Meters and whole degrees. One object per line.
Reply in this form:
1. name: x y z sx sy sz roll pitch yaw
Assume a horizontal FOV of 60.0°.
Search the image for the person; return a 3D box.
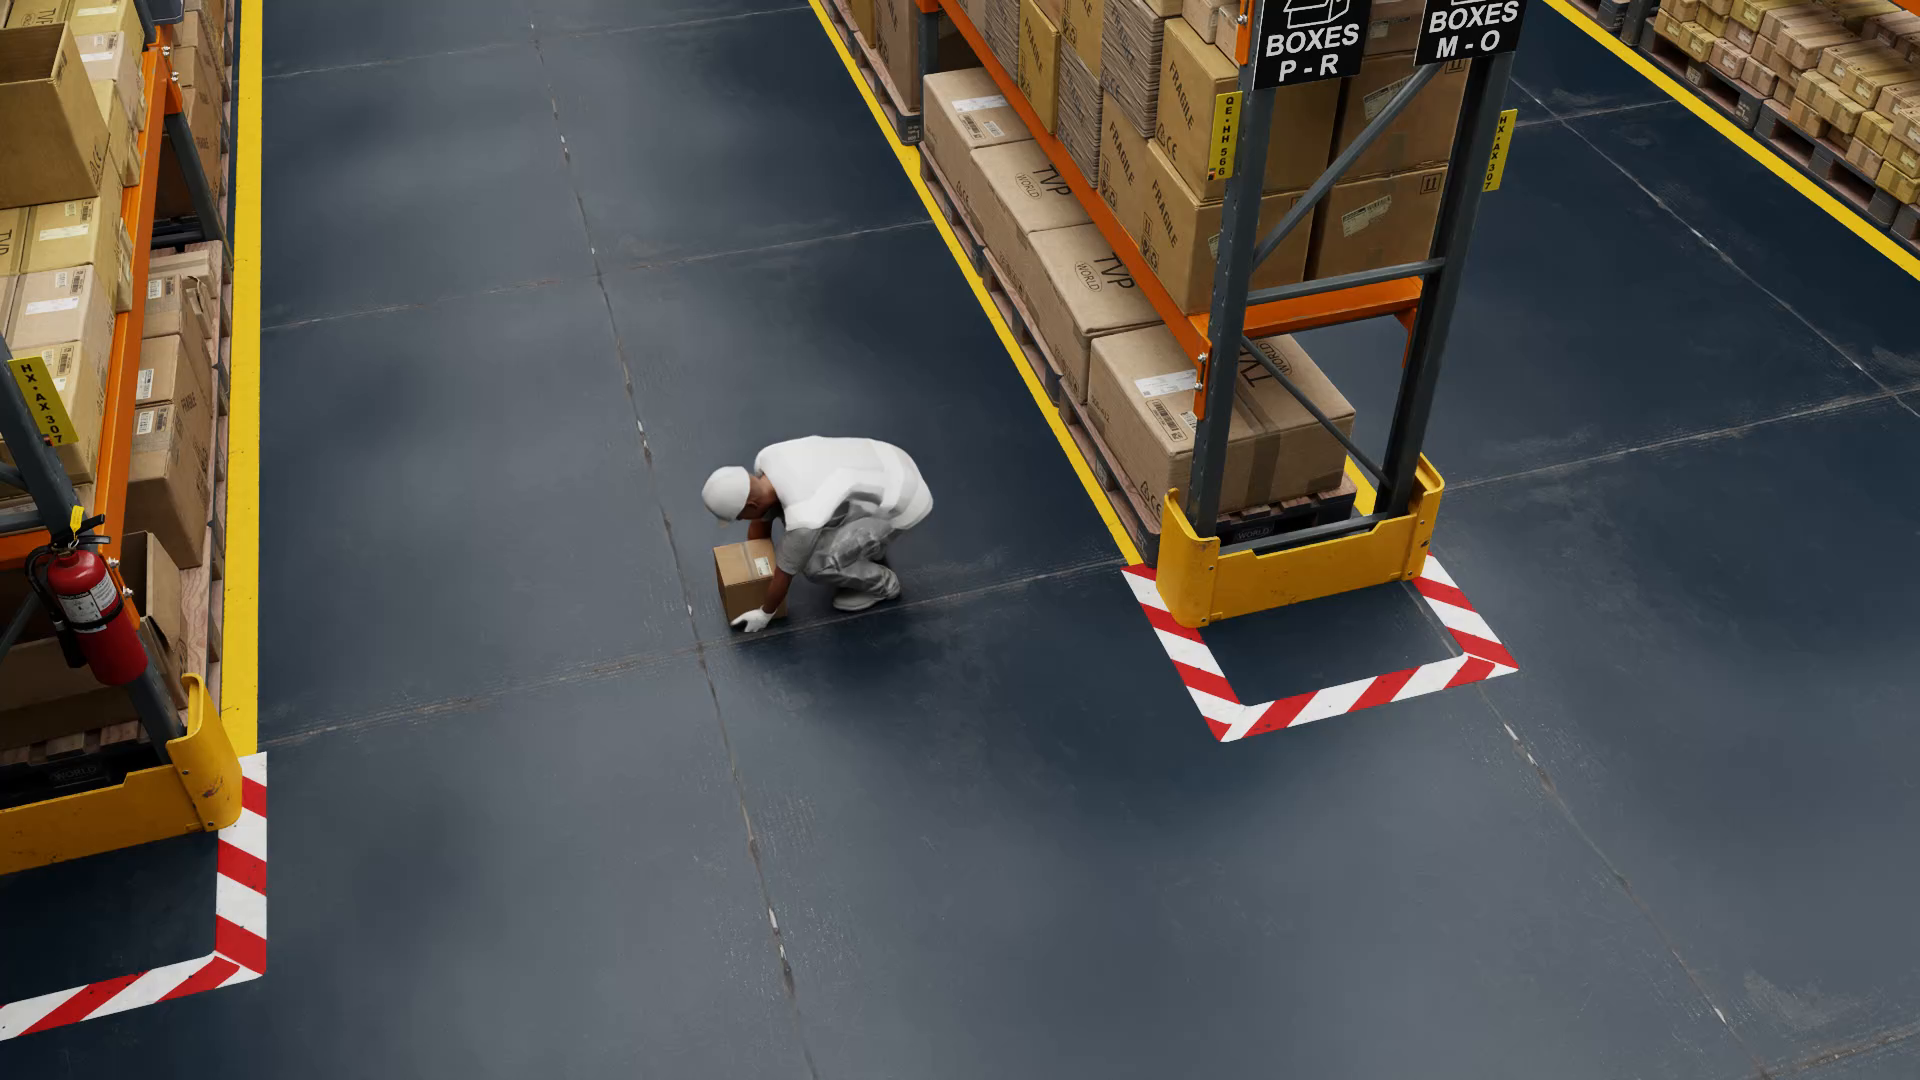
1. person: -0.587 -0.045 7.002 0.952 0.864 0.568 -13 43 -14
